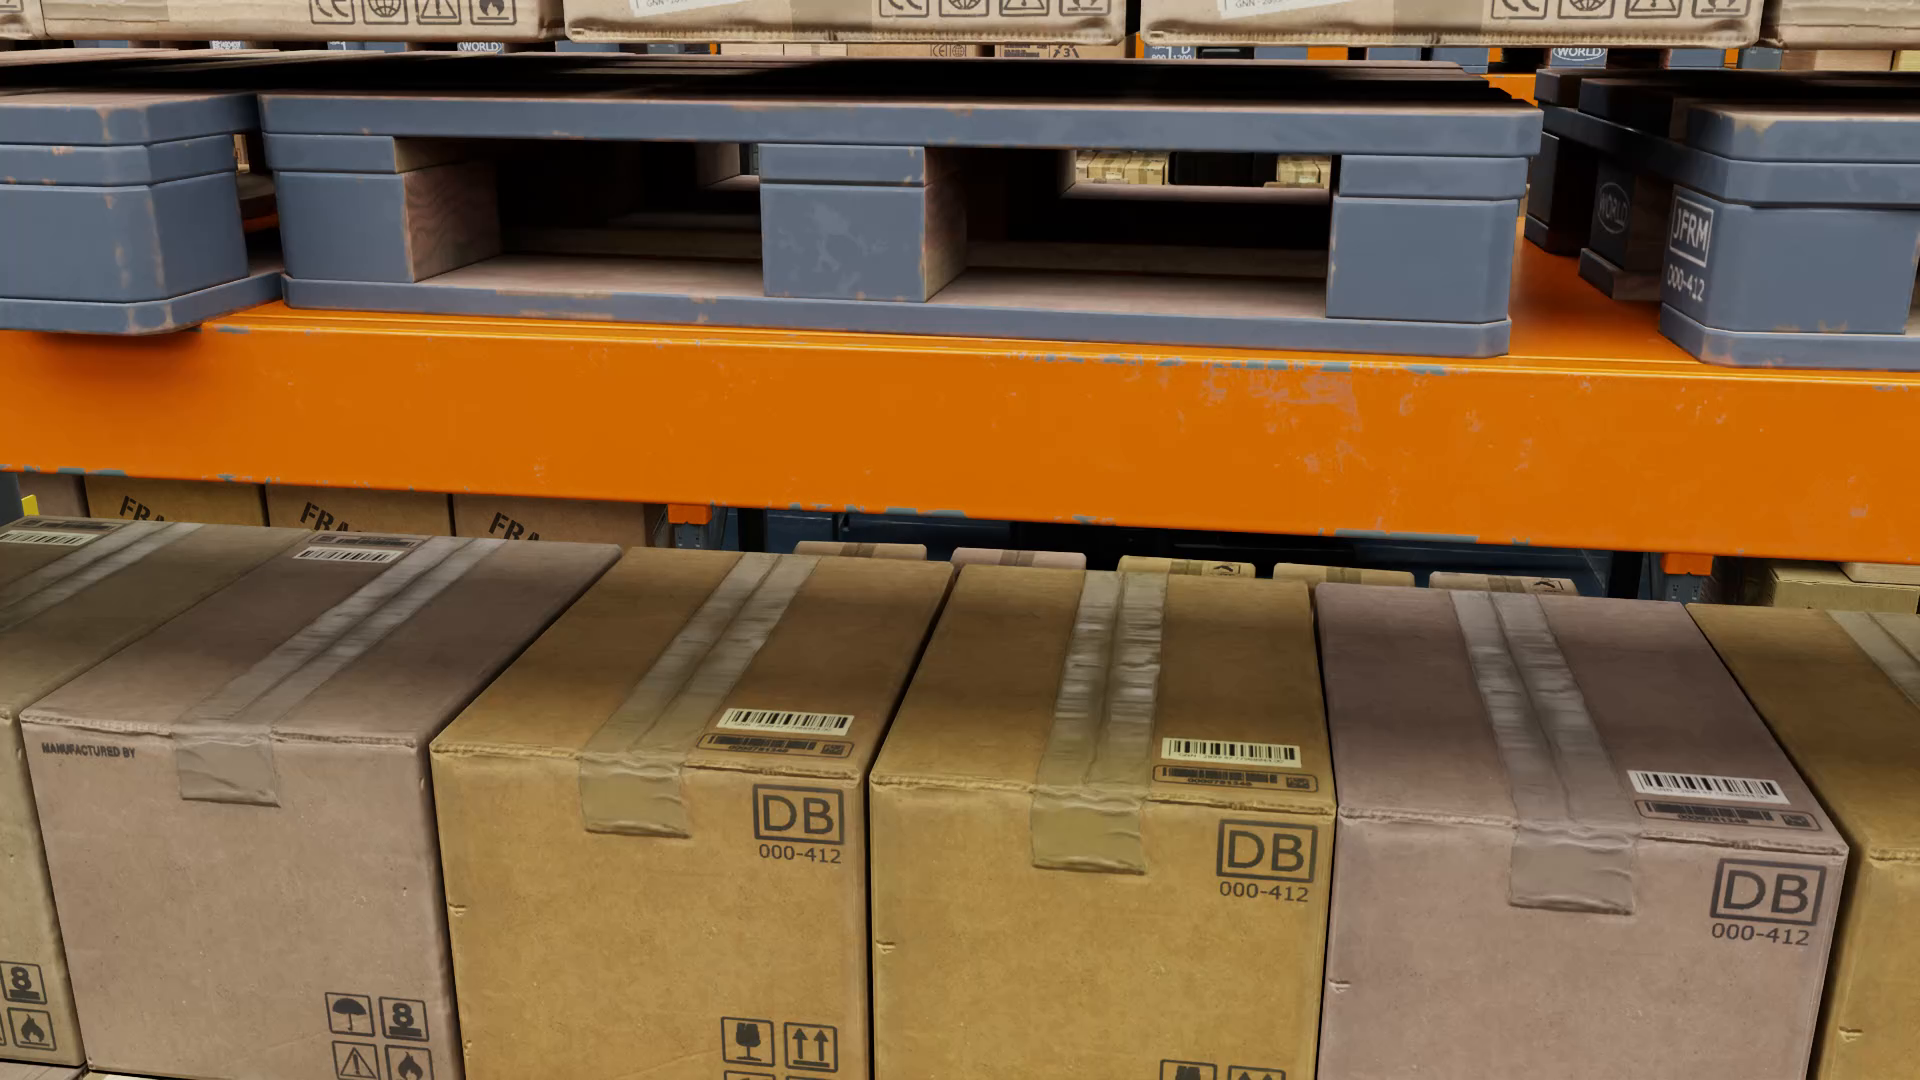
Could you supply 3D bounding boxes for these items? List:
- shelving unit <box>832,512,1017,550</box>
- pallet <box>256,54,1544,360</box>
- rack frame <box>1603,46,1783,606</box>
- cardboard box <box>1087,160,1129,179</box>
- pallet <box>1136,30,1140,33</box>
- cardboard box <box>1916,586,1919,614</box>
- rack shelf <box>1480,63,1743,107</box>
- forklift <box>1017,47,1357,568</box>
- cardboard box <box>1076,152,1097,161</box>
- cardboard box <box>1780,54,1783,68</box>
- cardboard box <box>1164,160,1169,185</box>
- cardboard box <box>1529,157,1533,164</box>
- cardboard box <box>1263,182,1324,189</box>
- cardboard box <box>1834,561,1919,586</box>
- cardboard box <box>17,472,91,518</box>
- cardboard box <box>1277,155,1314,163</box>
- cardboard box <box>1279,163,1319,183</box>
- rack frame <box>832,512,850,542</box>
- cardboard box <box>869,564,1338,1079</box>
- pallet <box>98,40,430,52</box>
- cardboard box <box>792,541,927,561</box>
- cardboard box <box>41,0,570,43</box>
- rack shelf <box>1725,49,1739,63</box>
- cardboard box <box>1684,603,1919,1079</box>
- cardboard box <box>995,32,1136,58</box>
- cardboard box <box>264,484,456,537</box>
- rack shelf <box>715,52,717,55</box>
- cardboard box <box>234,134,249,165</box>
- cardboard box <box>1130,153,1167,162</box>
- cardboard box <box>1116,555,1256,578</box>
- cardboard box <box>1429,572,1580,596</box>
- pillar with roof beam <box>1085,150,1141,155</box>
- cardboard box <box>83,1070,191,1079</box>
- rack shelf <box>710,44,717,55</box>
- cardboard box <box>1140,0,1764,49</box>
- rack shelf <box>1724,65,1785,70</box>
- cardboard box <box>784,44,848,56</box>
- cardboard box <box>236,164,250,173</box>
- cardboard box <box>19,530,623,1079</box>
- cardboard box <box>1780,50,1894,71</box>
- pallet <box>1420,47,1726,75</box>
[{"bbox_3d":[-0.191,-0.699,9.530,1.048,1.500,0.538,1,19,4],"label":"shelving unit"},{"bbox_3d":[-0.005,-0.450,1.992,1.213,0.211,1.003,4,19,11],"label":"pallet"},{"bbox_3d":[2.881,-0.543,6.699,0.127,3.000,1.000,3,19,9],"label":"rack frame"},{"bbox_3d":[1.018,-2.516,11.415,0.250,0.149,0.380,3,19,9],"label":"cardboard box"},{"bbox_3d":[1.504,-3.571,11.319,1.213,0.211,1.003,4,19,11],"label":"pallet"},{"bbox_3d":[3.952,0.344,6.539,0.500,0.500,0.500,4,19,11],"label":"cardboard box"},{"bbox_3d":[0.907,-1.725,6.638,4.000,0.370,1.077,3,19,9],"label":"rack shelf"},{"bbox_3d":[1.864,-1.362,9.254,3.031,2.935,1.130,1,19,4],"label":"forklift"},{"bbox_3d":[0.844,-2.701,11.968,0.250,0.149,0.380,3,19,8],"label":"cardboard box"},{"bbox_3d":[3.242,-1.926,6.501,0.250,0.149,0.380,3,19,9],"label":"cardboard box"},{"bbox_3d":[1.532,-2.502,11.373,0.250,0.149,0.380,3,19,9],"label":"cardboard box"},{"bbox_3d":[4.028,-2.673,11.416,0.250,0.149,0.380,3,19,9],"label":"cardboard box"},{"bbox_3d":[1.384,-1.395,6.935,0.250,0.149,0.380,4,19,12],"label":"cardboard box"},{"bbox_3d":[3.535,0.038,6.430,0.250,0.149,0.380,3,19,9],"label":"cardboard box"},{"bbox_3d":[-4.393,-0.131,8.154,0.875,0.875,0.875,4,19,10],"label":"cardboard box"},{"bbox_3d":[2.352,-2.608,11.690,0.250,0.149,0.380,3,19,9],"label":"cardboard box"},{"bbox_3d":[2.272,-2.442,11.193,0.250,0.149,0.380,2,19,7],"label":"cardboard box"},{"bbox_3d":[-0.698,-0.711,9.565,0.032,1.500,0.500,1,19,4],"label":"rack frame"},{"bbox_3d":[0.199,0.391,2.173,0.500,0.500,0.700,3,19,8],"label":"cardboard box"},{"bbox_3d":[-2.817,-2.149,7.067,1.213,0.211,1.003,4,19,11],"label":"pallet"},{"bbox_3d":[-0.512,0.334,7.557,0.625,0.372,0.950,2,19,5],"label":"cardboard box"},{"bbox_3d":[-0.579,-0.656,1.726,0.500,0.250,0.500,3,19,10],"label":"cardboard box"},{"bbox_3d":[5.640,-3.079,10.685,4.000,0.370,1.077,3,19,9],"label":"rack shelf"},{"bbox_3d":[1.197,0.443,2.019,0.500,0.500,0.700,3,19,8],"label":"cardboard box"},{"bbox_3d":[0.443,-2.148,6.606,0.637,0.503,0.797,3,19,9],"label":"cardboard box"},{"bbox_3d":[-2.617,-0.043,7.891,0.875,0.875,0.875,3,19,9],"label":"cardboard box"},{"bbox_3d":[-3.043,-1.926,7.240,4.000,0.370,1.077,3,19,9],"label":"rack shelf"},{"bbox_3d":[-5.662,-3.085,12.881,0.500,0.500,0.500,2,19,7],"label":"cardboard box"},{"bbox_3d":[1.350,-2.677,11.897,0.250,0.149,0.380,3,19,8],"label":"cardboard box"},{"bbox_3d":[0.966,0.409,7.334,0.625,0.372,0.950,4,19,10],"label":"cardboard box"},{"bbox_3d":[2.363,0.478,7.126,0.625,0.372,0.950,3,19,9],"label":"cardboard box"},{"bbox_3d":[0.463,-4.013,7.614,0.400,9.000,9.100,3,19,9],"label":"pillar with roof beam"},{"bbox_3d":[-0.850,0.896,2.241,0.500,0.500,0.500,3,19,8],"label":"cardboard box"},{"bbox_3d":[-2.259,-3.482,11.888,4.000,0.370,1.077,3,19,9],"label":"rack shelf"},{"bbox_3d":[0.430,-0.633,1.562,0.500,0.311,0.500,2,19,7],"label":"cardboard box"},{"bbox_3d":[4.856,-1.524,6.036,4.000,0.370,1.077,3,19,9],"label":"rack shelf"},{"bbox_3d":[-0.532,-2.021,6.601,0.258,0.266,0.396,3,19,9],"label":"cardboard box"},{"bbox_3d":[-3.527,-1.468,7.730,0.500,0.500,0.500,3,19,10],"label":"cardboard box"},{"bbox_3d":[-0.812,0.341,2.324,0.500,0.500,0.700,3,19,8],"label":"cardboard box"},{"bbox_3d":[3.153,-1.753,5.984,0.250,0.149,0.380,3,19,8],"label":"cardboard box"},{"bbox_3d":[2.289,-1.941,6.445,1.003,0.211,1.213,3,19,9],"label":"pallet"}]
